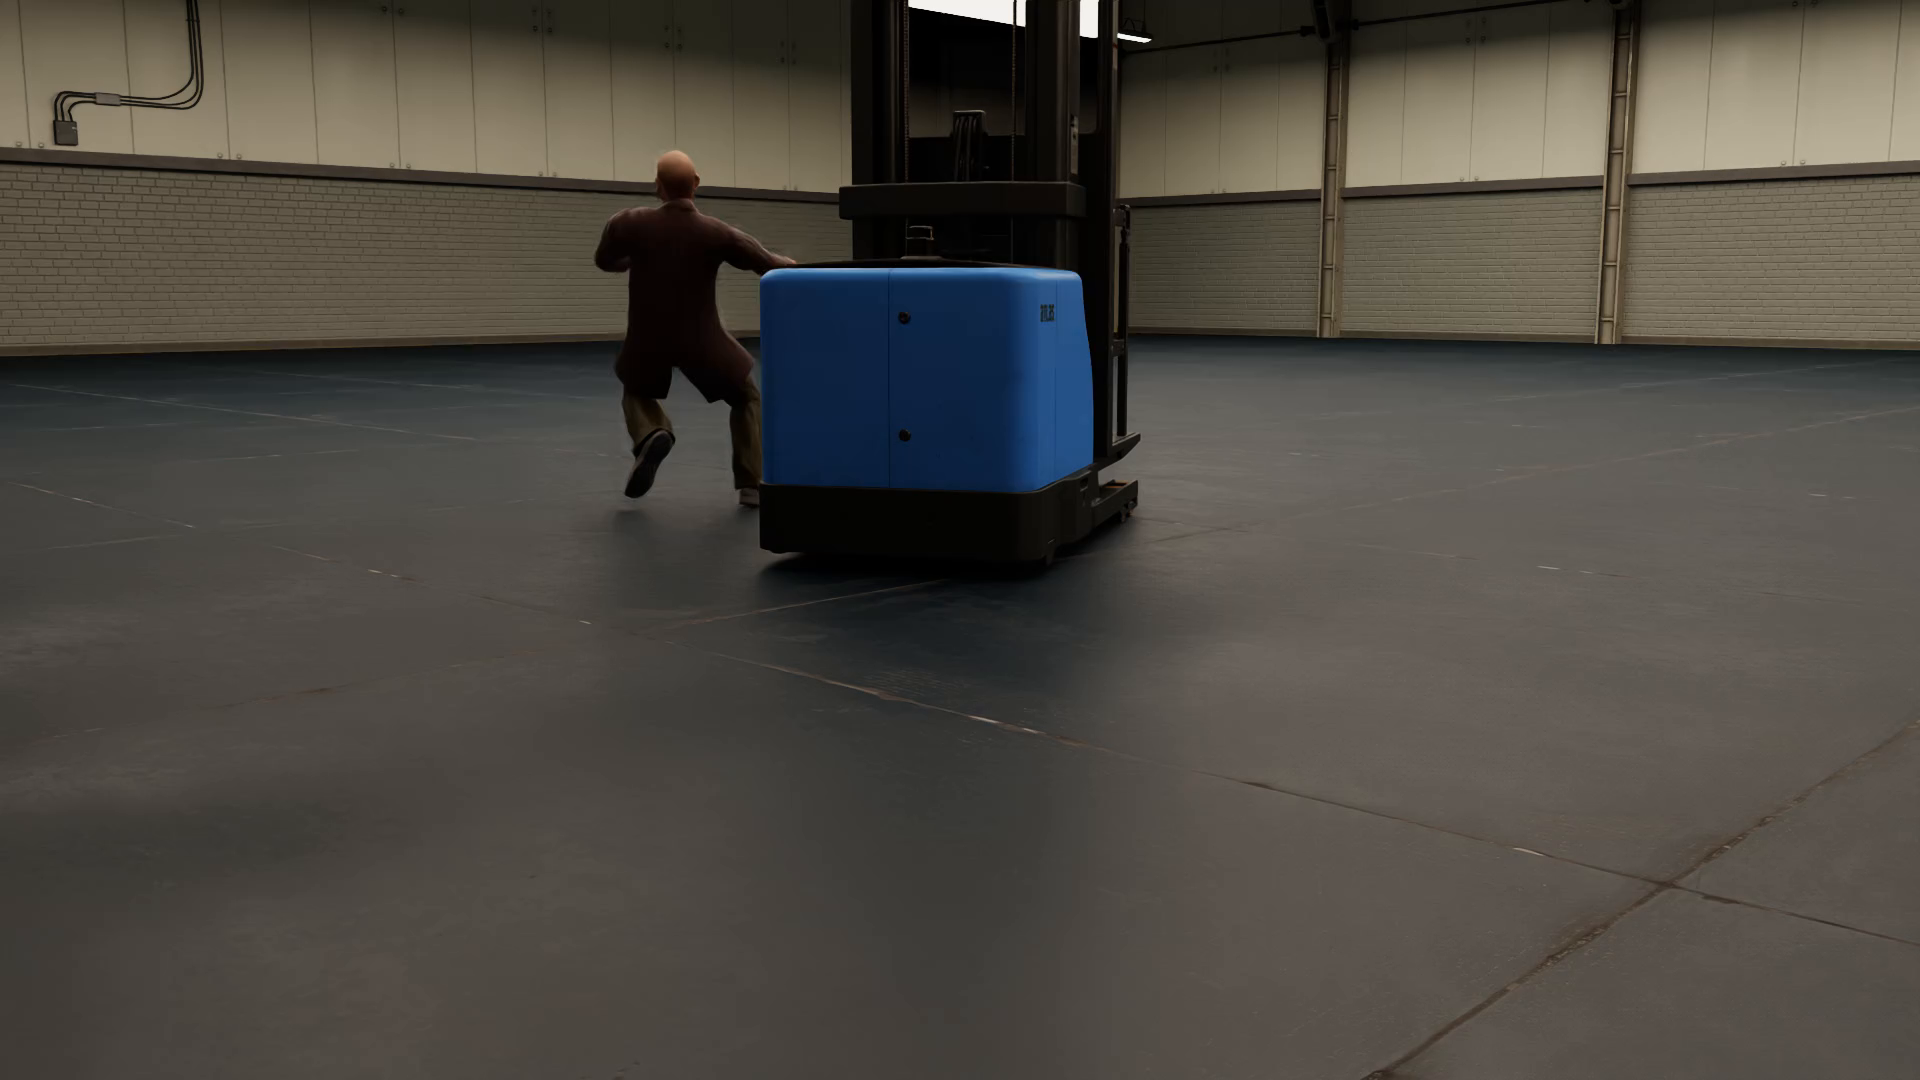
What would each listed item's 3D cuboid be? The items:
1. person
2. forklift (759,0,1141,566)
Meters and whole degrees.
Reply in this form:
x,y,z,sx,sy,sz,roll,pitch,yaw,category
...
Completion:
x,y,z,sx,sy,sz,roll,pitch,yaw,category
-1.215,-0.956,7.742,0.913,1.622,0.767,0,9,-1,person
0.169,-1.537,7.079,1.130,2.935,3.031,2,9,16,forklift
